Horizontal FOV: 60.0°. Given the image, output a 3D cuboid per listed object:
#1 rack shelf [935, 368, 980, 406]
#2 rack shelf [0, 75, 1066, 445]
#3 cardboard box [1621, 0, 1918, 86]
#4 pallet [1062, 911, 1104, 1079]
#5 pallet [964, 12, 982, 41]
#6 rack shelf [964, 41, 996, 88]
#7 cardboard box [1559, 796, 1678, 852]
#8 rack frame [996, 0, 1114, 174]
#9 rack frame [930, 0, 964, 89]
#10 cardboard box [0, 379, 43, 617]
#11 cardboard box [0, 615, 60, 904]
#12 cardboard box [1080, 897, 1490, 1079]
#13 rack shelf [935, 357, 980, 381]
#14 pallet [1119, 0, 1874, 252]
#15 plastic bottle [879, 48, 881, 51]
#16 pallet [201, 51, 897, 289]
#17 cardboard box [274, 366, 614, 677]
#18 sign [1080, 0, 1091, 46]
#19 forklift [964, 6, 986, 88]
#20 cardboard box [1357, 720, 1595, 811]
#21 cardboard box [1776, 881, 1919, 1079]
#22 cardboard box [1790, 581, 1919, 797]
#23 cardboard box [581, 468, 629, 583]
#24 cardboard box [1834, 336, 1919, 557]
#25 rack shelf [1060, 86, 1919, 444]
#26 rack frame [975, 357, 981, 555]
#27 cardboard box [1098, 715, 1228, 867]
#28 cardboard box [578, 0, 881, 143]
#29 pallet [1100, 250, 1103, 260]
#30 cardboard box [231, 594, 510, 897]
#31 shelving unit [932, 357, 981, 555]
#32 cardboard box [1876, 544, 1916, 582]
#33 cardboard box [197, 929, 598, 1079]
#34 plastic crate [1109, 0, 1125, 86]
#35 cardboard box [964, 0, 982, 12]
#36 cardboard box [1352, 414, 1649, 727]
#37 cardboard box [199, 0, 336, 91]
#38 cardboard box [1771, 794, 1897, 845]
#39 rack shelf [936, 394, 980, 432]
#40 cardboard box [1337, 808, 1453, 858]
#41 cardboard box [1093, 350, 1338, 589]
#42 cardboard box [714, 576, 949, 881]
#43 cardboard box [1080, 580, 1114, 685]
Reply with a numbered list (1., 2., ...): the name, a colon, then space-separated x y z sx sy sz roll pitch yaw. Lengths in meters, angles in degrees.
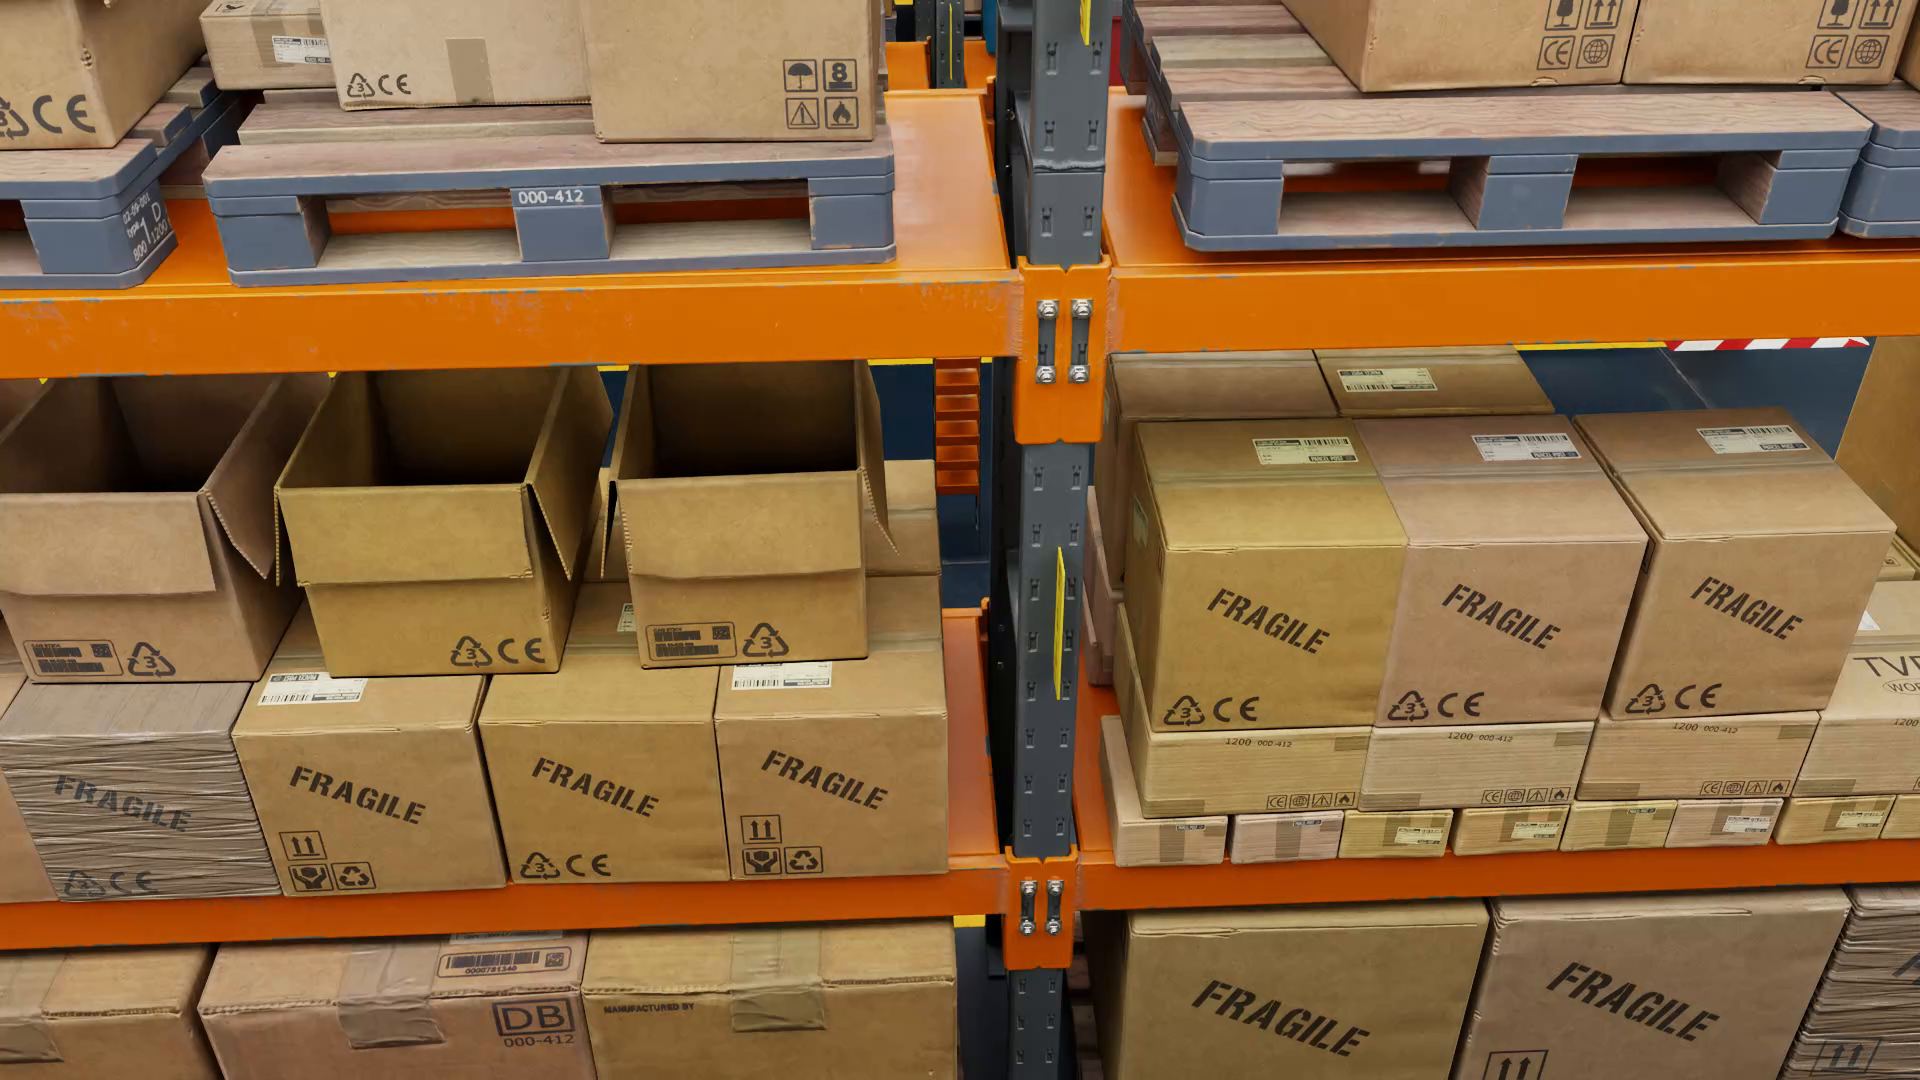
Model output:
1. rack shelf: -0.014 -0.654 6.797 0.180 0.103 0.258 -2 35 -2
2. rack shelf: -1.830 -0.575 3.442 4.000 0.370 1.077 -2 35 -2
3. cardboard box: 1.484 -1.247 3.236 0.500 0.500 0.700 0 35 0
4. pallet: 0.931 1.479 4.928 1.213 0.211 1.003 -2 35 -2
5. pallet: 0.388 -4.194 13.125 1.213 0.211 1.003 -2 35 -2
6. rack shelf: 1.931 -2.265 8.520 4.000 0.370 1.077 -2 35 -2
7. cardboard box: 1.522 0.563 4.021 0.250 0.149 0.380 -2 35 -3
8. rack frame: 0.167 -2.159 2.462 0.127 3.000 1.000 -2 35 -2
9. rack frame: -0.067 -2.507 8.237 0.127 3.000 1.000 -2 35 -2
10. cardboard box: -2.446 -0.064 3.737 0.637 0.503 0.797 -1 35 -1
11. cardboard box: -2.303 0.485 3.825 0.500 0.500 0.500 -2 35 -3
12. cardboard box: 0.830 1.037 4.614 0.875 0.875 0.875 -2 35 -2
13. rack shelf: -0.014 -0.752 6.728 0.180 0.103 0.258 -2 35 -2
14. pallet: 0.985 -0.905 3.364 1.213 0.211 1.003 -2 35 -2
15. plastic bottle: -0.445 -2.262 7.991 0.135 0.276 0.152 -2 35 -2
16. pallet: -0.746 -0.794 3.293 1.217 0.209 0.805 -3 35 -4
17. cardboard box: -1.156 -0.112 3.806 0.637 0.503 0.797 -1 35 -2
18. sign: 0.203 -0.959 2.633 0.005 0.325 0.100 -2 35 -2
19. forklift: 0.434 -3.927 10.349 3.031 2.935 1.130 0 35 1
20. cardboard box: 1.146 0.373 3.945 0.500 0.250 0.500 -2 35 -2
21. cardboard box: 2.618 0.989 4.684 0.875 0.875 0.875 -2 35 -2
22. cardboard box: 2.156 0.347 3.983 0.500 0.250 0.500 -1 35 -2
23. cardboard box: -0.806 0.151 4.307 0.500 0.500 0.500 -1 35 -2
24. cardboard box: 2.654 -0.278 4.228 0.500 0.500 0.500 -2 35 -4
25. rack shelf: 2.165 -0.683 3.598 4.000 0.370 1.077 -2 35 -2
26. rack frame: 0.077 -0.495 6.912 0.006 1.200 0.240 -2 35 -2
27. cardboard box: 0.479 0.593 3.979 0.250 0.149 0.380 -1 35 -2
28. cardboard box: -0.411 -1.118 3.136 0.500 0.500 0.700 -1 35 -1
29. pallet: 0.666 -1.402 9.091 1.213 0.211 1.003 -2 35 -2
30. cardboard box: -1.303 0.462 3.858 0.500 0.500 0.500 -2 35 -3
31. shelving unit: -0.014 -0.493 6.908 0.189 1.200 0.258 -2 35 -2
32. cardboard box: 2.129 0.046 4.419 0.500 0.250 0.500 -2 35 -3
33. cardboard box: -1.363 1.062 4.577 0.875 0.875 1.225 -3 35 -4
34. plastic crate: 0.837 -2.440 8.030 0.583 0.464 0.402 -2 35 -2
35. cardboard box: 0.132 -4.287 12.784 0.500 0.311 0.500 -2 35 -2
36. cardboard box: 1.150 0.063 3.735 0.500 0.500 0.500 -2 35 -2
37. cardboard box: -1.327 -1.040 3.332 0.250 0.149 0.380 -3 35 -4
38. cardboard box: 2.036 0.550 4.041 0.250 0.149 0.380 -2 35 -4
39. rack shelf: -0.014 -0.555 6.865 0.180 0.103 0.258 -2 35 -2
40. cardboard box: 1.004 0.578 4.000 0.250 0.149 0.380 0 35 -1
41. cardboard box: 0.614 -0.225 4.151 0.500 0.500 0.500 -1 35 -1
42. cardboard box: -0.287 0.435 3.898 0.500 0.500 0.500 -1 35 -2
43. cardboard box: 0.456 0.217 4.521 0.250 0.149 0.380 -1 35 -2
